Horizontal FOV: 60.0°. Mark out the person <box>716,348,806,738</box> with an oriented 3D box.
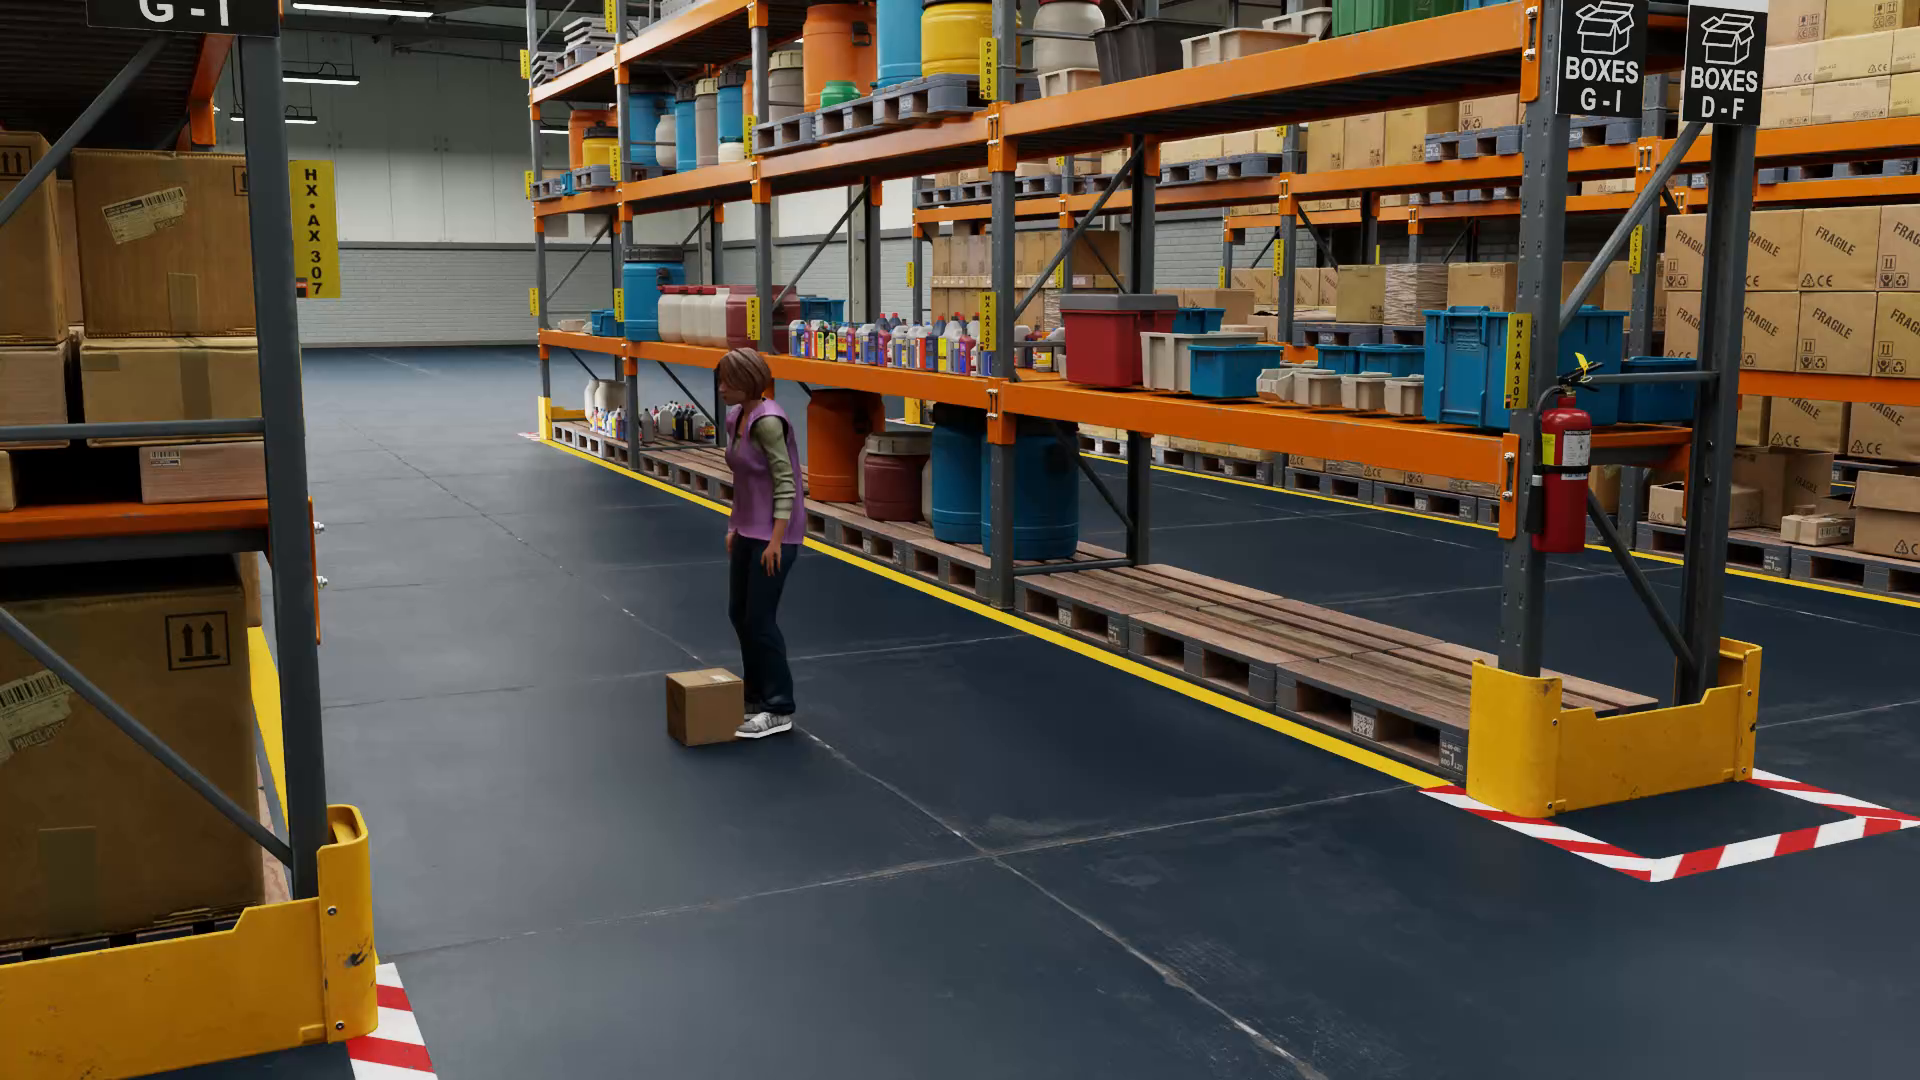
[{"bbox_3d":[-0.830,0.025,6.860,0.347,1.551,0.482,-5,10,-29],"label":"person"}]
